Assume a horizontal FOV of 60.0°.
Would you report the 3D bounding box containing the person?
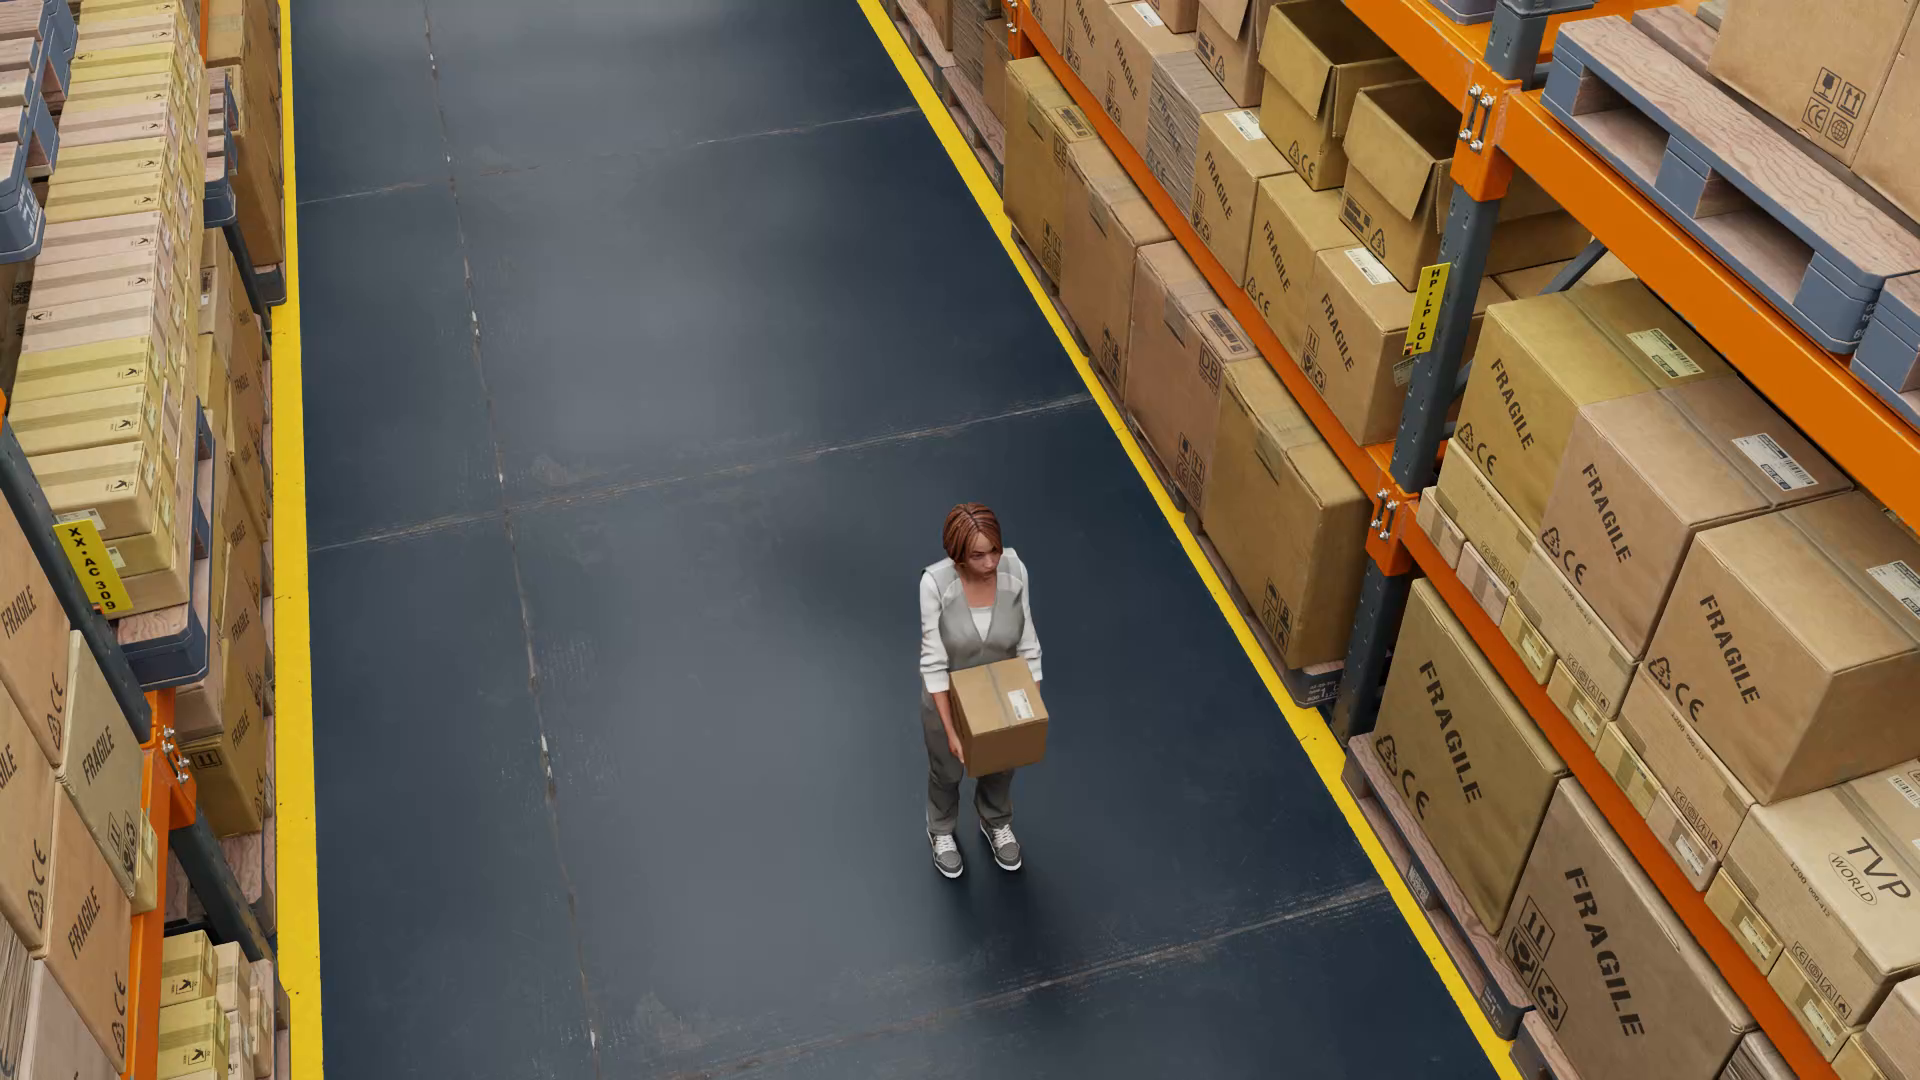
[{"bbox_3d":[0.069,0.573,5.554,0.404,1.596,0.490,-12,44,-12],"label":"person"}]
